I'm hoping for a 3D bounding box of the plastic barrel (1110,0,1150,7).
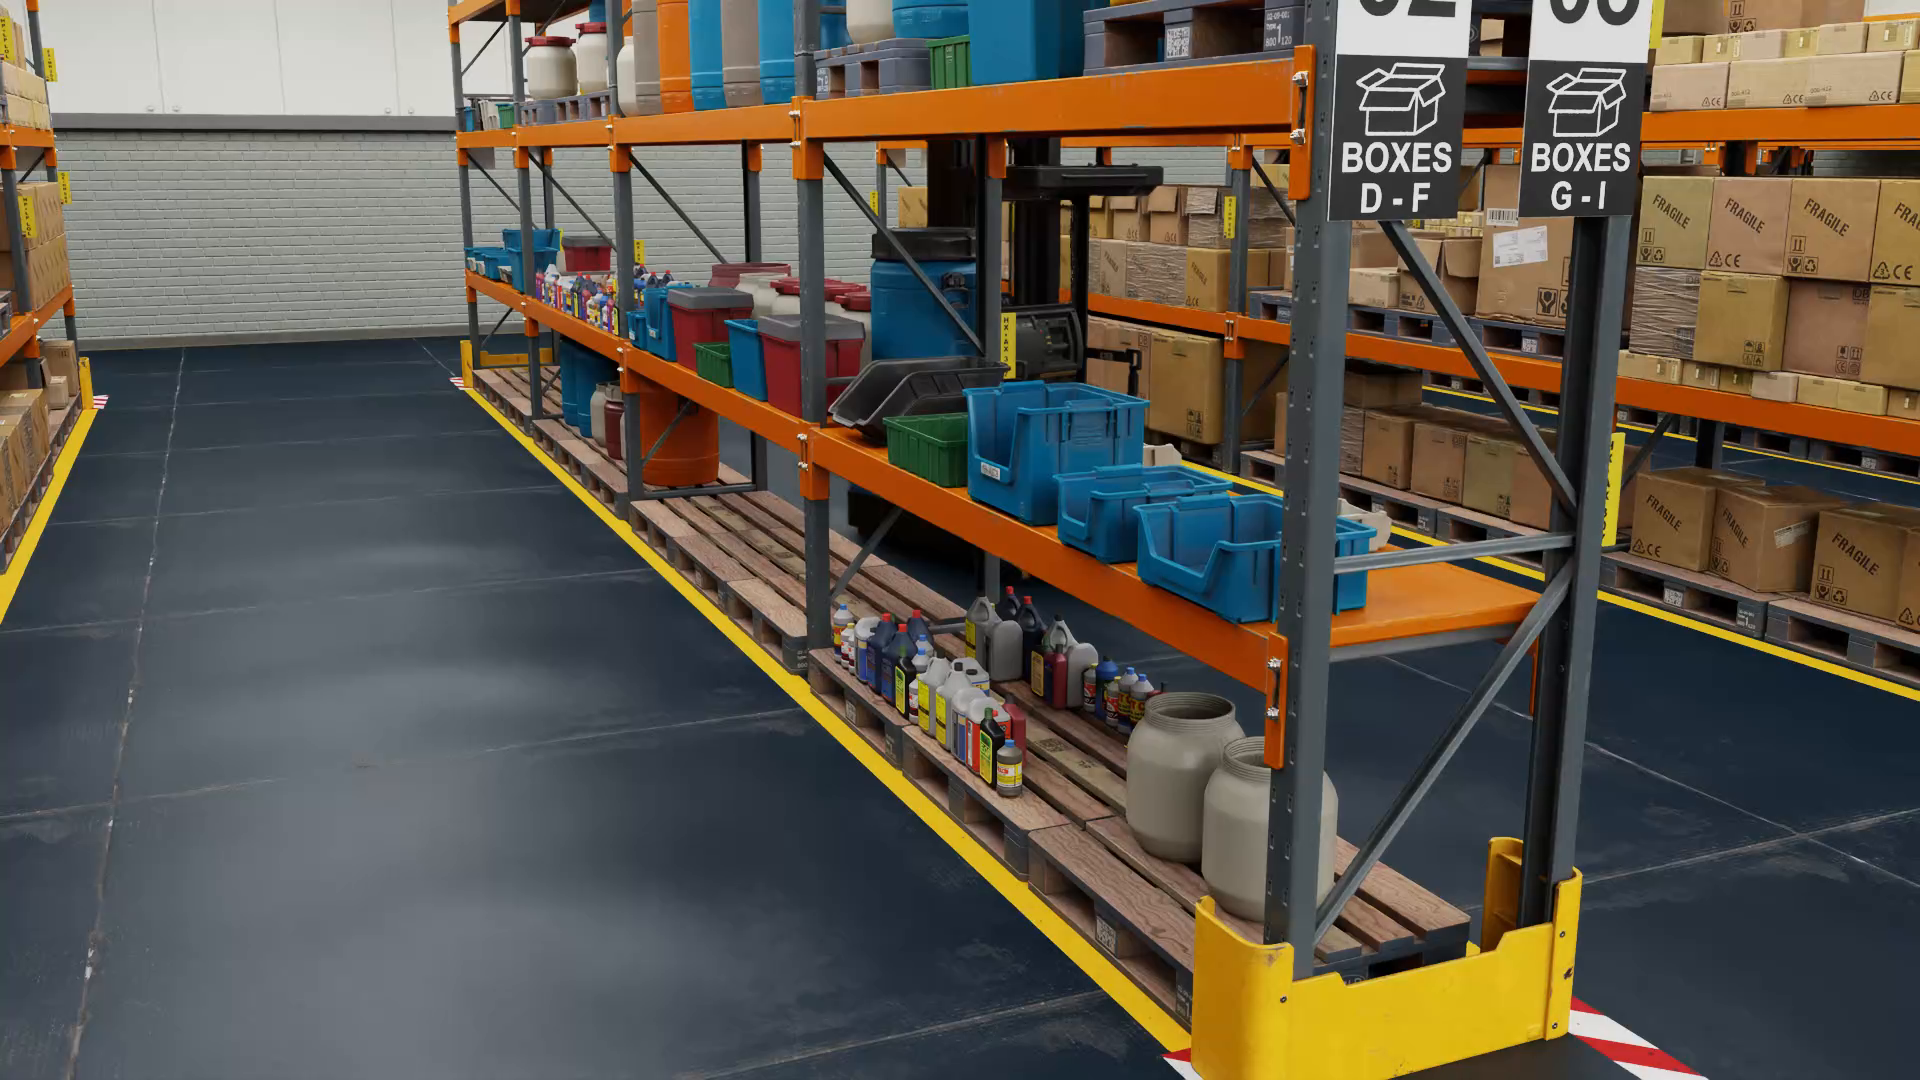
[{"bbox_3d":[0.751,-1.938,5.092,0.600,0.588,0.600,0,13,0],"label":"plastic barrel"}]

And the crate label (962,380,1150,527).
[{"bbox_3d":[0.339,-0.330,6.064,0.502,0.435,0.616,-6,14,-23],"label":"crate label"}]

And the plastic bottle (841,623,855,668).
[{"bbox_3d":[-0.511,0.492,7.821,0.097,0.201,0.097,0,13,0],"label":"plastic bottle"}]

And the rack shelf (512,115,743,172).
[{"bbox_3d":[-2.682,-3.134,13.200,1.077,0.370,4.000,-6,14,-23],"label":"rack shelf"}]

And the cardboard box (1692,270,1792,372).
[{"bbox_3d":[4.552,-1.219,9.103,0.875,0.500,0.500,-6,14,-23],"label":"cardboard box"}]

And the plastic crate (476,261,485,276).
[{"bbox_3d":[-4.963,-2.868,17.563,0.250,0.136,0.298,-6,14,-23],"label":"plastic crate"}]

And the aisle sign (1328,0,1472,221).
[{"bbox_3d":[1.081,-1.182,4.057,0.394,0.787,0.004,-6,14,-23],"label":"aisle sign"}]

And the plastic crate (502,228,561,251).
[{"bbox_3d":[-4.780,-3.256,18.576,0.616,0.435,0.499,-6,14,-23],"label":"plastic crate"}]

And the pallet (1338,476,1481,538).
[{"bbox_3d":[3.454,-0.285,12.134,1.003,0.211,1.213,-6,14,-23],"label":"pallet"}]

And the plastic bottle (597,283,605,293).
[{"bbox_3d":[-2.833,-1.885,13.121,0.061,0.283,0.133,-6,14,-23],"label":"plastic bottle"}]

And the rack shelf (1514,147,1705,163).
[{"bbox_3d":[9.335,-5.302,22.571,1.077,0.370,4.000,-6,14,-23],"label":"rack shelf"}]

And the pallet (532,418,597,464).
[{"bbox_3d":[-3.212,-0.914,14.852,1.003,0.211,1.213,-6,14,-23],"label":"pallet"}]

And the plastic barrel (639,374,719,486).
[{"bbox_3d":[-2.092,-0.856,12.299,0.600,0.830,0.708,-6,14,-23],"label":"plastic barrel"}]

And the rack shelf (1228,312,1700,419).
[{"bbox_3d":[3.459,-1.293,11.900,1.077,0.370,4.000,-6,14,-23],"label":"rack shelf"}]

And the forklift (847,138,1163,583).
[{"bbox_3d":[0.561,-1.293,10.458,1.130,2.935,3.031,-11,17,-39],"label":"forklift"}]

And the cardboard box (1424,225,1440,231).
[{"bbox_3d":[5.377,-3.415,18.437,0.380,0.149,0.250,-5,14,-22],"label":"cardboard box"}]

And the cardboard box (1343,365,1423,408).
[{"bbox_3d":[3.175,-1.174,12.696,0.500,0.250,0.500,-4,14,-17],"label":"cardboard box"}]

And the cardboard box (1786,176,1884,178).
[{"bbox_3d":[4.894,-1.740,9.136,0.500,0.500,0.500,-6,14,-23],"label":"cardboard box"}]

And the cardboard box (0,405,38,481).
[{"bbox_3d":[-7.172,-0.703,12.324,0.500,0.500,0.500,-5,14,-22],"label":"cardboard box"}]

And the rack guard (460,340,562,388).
[{"bbox_3d":[-5.107,-2.048,19.111,1.175,0.500,0.348,-6,14,-23],"label":"rack guard"}]

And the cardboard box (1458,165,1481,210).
[{"bbox_3d":[5.683,-4.106,19.361,0.500,0.500,0.500,-5,14,-22],"label":"cardboard box"}]

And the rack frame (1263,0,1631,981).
[{"bbox_3d":[1.324,0.043,4.530,1.000,3.000,0.127,-6,14,-23],"label":"rack frame"}]

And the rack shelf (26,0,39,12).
[{"bbox_3d":[-8.824,-4.973,14.503,1.077,0.370,4.000,-6,14,-23],"label":"rack shelf"}]

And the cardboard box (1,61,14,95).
[{"bbox_3d":[-7.990,-3.744,13.466,0.500,0.250,0.500,-6,14,-23],"label":"cardboard box"}]

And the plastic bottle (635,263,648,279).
[{"bbox_3d":[-2.741,-2.213,14.390,0.144,0.351,0.185,-6,14,-23],"label":"plastic bottle"}]

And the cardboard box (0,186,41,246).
[{"bbox_3d":[-8.161,-2.754,14.179,0.500,0.500,0.500,-6,14,-25],"label":"cardboard box"}]

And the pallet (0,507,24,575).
[{"bbox_3d":[-6.685,0.038,10.738,1.003,0.211,1.213,-6,14,-23],"label":"pallet"}]

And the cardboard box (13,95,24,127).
[{"bbox_3d":[-8.187,-3.604,13.970,0.500,0.250,0.500,-6,14,-23],"label":"cardboard box"}]

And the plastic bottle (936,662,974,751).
[{"bbox_3d":[-0.015,0.663,6.754,0.144,0.351,0.185,-5,14,-21],"label":"plastic bottle"}]

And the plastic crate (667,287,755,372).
[{"bbox_3d":[-1.513,-1.279,10.103,0.402,0.464,0.583,-6,14,-23],"label":"plastic crate"}]

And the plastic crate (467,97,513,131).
[{"bbox_3d":[-4.725,-4.353,17.011,0.504,0.338,0.767,-6,14,-23],"label":"plastic crate"}]

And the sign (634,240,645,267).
[{"bbox_3d":[-2.978,-2.620,15.424,0.100,0.325,0.005,-6,14,-23],"label":"sign"}]

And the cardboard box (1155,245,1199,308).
[{"bbox_3d":[2.039,-2.289,14.385,0.500,0.500,0.500,-6,14,-23],"label":"cardboard box"}]

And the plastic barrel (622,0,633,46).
[{"bbox_3d":[-2.105,-3.602,11.746,0.600,0.830,0.708,-6,14,-23],"label":"plastic barrel"}]

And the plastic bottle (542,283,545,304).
[{"bbox_3d":[-3.610,-2.175,14.556,0.097,0.201,0.097,0,13,0],"label":"plastic bottle"}]

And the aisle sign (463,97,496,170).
[{"bbox_3d":[-5.386,-4.517,18.468,0.394,0.787,0.004,-6,14,-23],"label":"aisle sign"}]

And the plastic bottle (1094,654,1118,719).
[{"bbox_3d":[0.625,0.622,7.105,0.097,0.271,0.097,0,13,0],"label":"plastic bottle"}]

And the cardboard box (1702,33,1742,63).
[{"bbox_3d":[4.277,-2.669,9.046,0.380,0.149,0.250,-6,14,-26],"label":"cardboard box"}]

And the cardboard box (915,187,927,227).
[{"bbox_3d":[-0.189,-3.814,19.204,0.500,0.500,0.500,-6,14,-24],"label":"cardboard box"}]

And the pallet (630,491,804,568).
[{"bbox_3d":[-1.606,-0.087,11.279,1.003,0.211,1.213,-6,14,-23],"label":"pallet"}]

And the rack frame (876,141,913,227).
[{"bbox_3d":[-0.547,-3.710,20.746,1.000,3.000,0.127,-6,14,-23],"label":"rack frame"}]

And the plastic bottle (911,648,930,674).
[{"bbox_3d":[-0.166,0.602,7.191,0.097,0.271,0.097,0,13,0],"label":"plastic bottle"}]

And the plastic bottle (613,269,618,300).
[{"bbox_3d":[-2.947,-2.239,14.499,0.144,0.351,0.185,-6,14,-23],"label":"plastic bottle"}]

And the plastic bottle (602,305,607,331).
[{"bbox_3d":[-2.594,-1.651,12.292,0.097,0.201,0.097,0,13,0],"label":"plastic bottle"}]

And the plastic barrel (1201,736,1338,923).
[{"bbox_3d":[0.991,0.922,5.321,0.421,0.512,0.421,0,13,0],"label":"plastic barrel"}]

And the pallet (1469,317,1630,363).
[{"bbox_3d":[4.087,-1.308,10.795,1.003,0.211,1.213,-6,14,-23],"label":"pallet"}]

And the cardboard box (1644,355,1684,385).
[{"bbox_3d":[4.159,-0.984,9.525,0.380,0.149,0.250,-6,14,-23],"label":"cardboard box"}]

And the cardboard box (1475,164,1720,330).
[{"bbox_3d":[4.070,-1.904,10.683,1.000,1.000,1.000,-6,14,-23],"label":"cardboard box"}]

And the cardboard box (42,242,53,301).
[{"bbox_3d":[-8.384,-2.377,14.766,0.500,0.500,0.500,-6,14,-23],"label":"cardboard box"}]

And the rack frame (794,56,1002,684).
[{"bbox_3d":[-0.278,-0.783,8.101,1.000,3.000,0.127,-6,14,-23],"label":"rack frame"}]

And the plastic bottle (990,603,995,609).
[{"bbox_3d":[0.153,0.413,8.165,0.097,0.201,0.097,0,13,0],"label":"plastic bottle"}]
